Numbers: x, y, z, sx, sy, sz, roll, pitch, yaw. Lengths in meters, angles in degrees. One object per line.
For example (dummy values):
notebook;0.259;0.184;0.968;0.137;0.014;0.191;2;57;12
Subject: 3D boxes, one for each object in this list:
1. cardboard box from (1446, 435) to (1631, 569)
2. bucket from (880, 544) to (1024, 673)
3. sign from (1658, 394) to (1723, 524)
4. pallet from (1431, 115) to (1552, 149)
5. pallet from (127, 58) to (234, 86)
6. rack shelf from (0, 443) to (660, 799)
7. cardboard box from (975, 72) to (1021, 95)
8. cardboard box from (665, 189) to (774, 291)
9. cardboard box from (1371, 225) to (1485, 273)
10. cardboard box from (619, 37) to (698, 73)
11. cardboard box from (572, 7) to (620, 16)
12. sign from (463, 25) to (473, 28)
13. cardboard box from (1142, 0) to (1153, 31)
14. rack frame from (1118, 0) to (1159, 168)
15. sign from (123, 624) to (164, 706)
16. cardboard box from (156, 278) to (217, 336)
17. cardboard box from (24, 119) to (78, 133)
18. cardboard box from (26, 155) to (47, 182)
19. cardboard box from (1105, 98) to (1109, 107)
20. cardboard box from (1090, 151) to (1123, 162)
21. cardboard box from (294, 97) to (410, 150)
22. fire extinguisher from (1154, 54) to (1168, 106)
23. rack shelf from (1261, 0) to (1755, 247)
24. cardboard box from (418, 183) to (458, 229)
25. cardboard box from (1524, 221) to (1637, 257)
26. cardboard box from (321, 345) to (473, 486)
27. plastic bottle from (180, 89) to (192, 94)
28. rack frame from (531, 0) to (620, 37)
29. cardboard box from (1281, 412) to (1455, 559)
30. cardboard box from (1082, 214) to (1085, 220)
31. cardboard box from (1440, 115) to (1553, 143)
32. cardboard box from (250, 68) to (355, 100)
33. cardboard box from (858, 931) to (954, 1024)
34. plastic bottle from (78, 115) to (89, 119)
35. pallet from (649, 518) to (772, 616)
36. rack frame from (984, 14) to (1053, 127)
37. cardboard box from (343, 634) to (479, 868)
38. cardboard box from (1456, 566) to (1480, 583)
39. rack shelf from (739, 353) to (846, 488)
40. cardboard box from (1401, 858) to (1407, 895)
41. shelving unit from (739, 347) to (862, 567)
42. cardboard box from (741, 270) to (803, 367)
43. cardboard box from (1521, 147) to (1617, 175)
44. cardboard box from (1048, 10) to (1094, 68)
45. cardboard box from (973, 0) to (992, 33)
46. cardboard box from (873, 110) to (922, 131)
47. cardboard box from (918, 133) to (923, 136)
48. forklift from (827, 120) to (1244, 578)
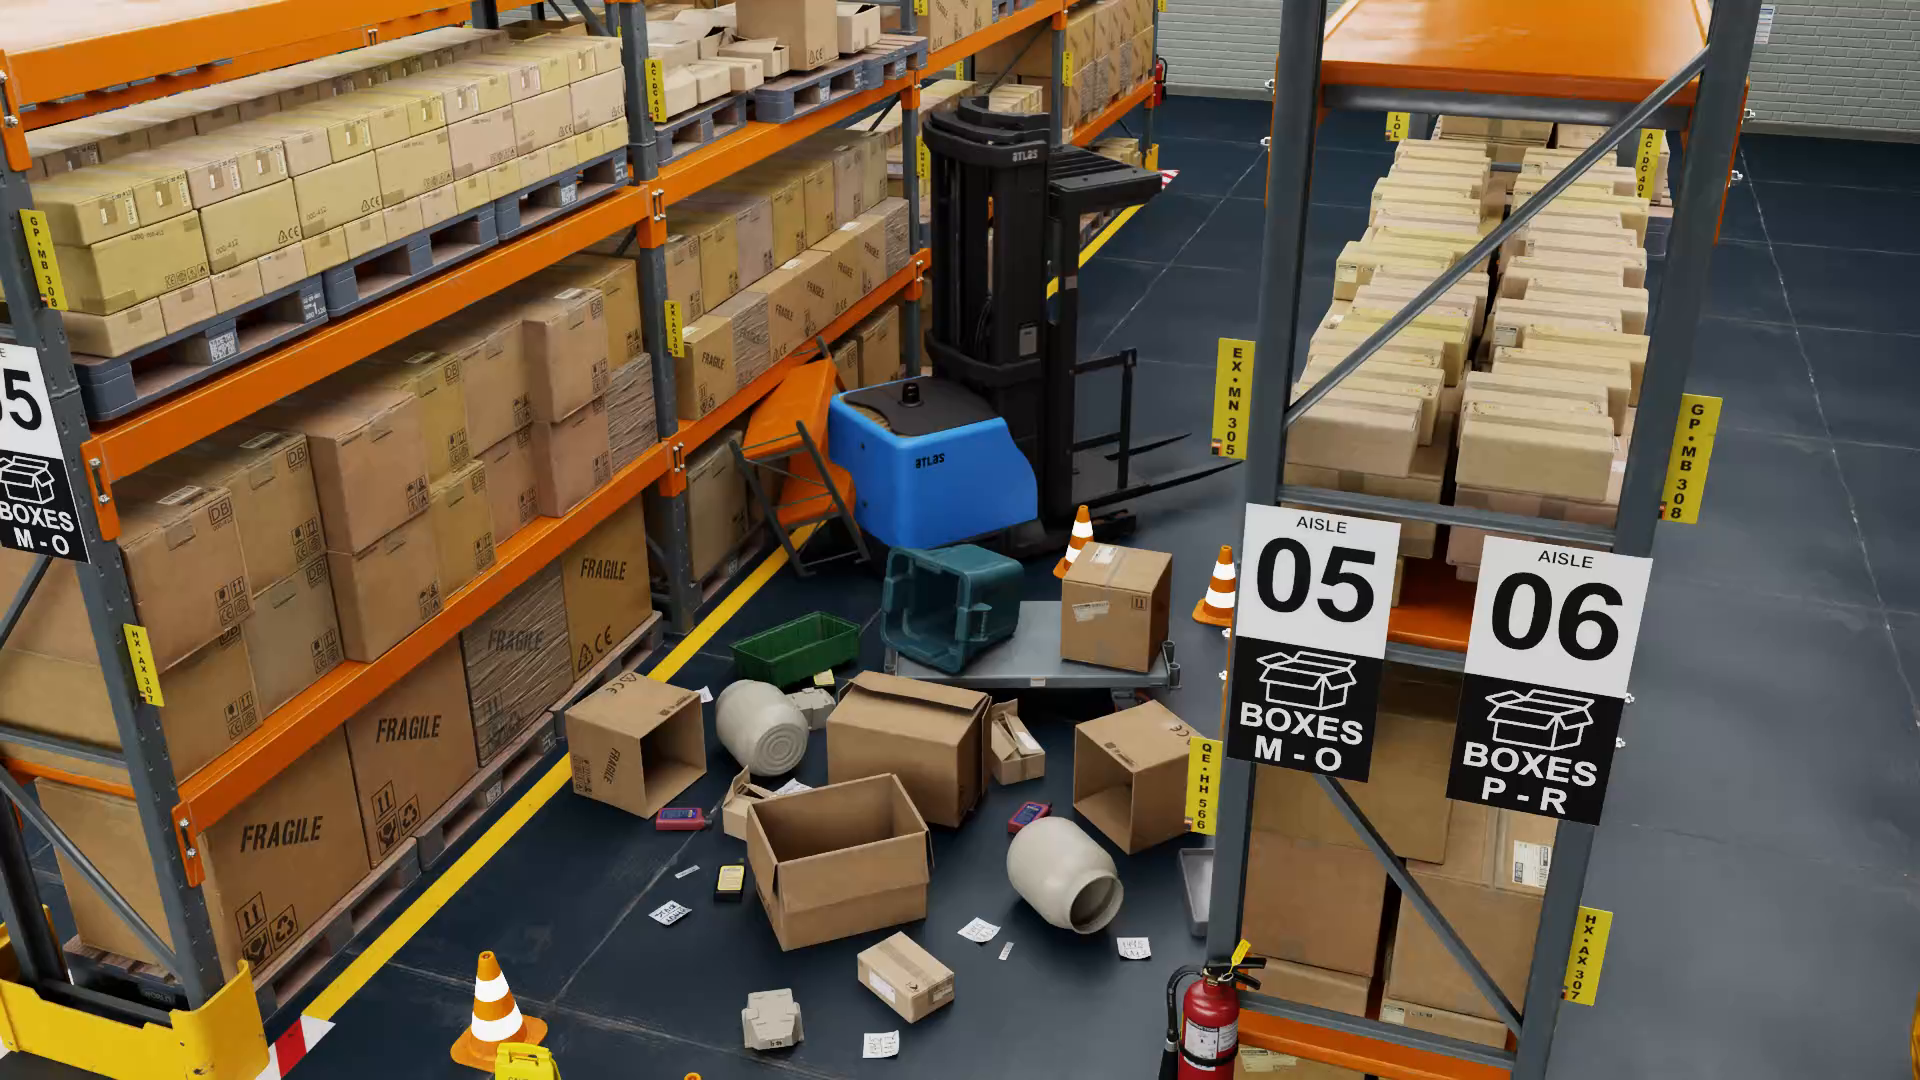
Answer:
cardboard box;1.648;-0.112;4.652;0.500;0.250;0.500;8;27;17
bucket;-0.012;0.331;9.359;0.726;0.611;0.620;20;22;35
sign;1.742;-0.193;3.985;0.100;0.325;0.005;9;27;17
pallet;3.209;-2.102;9.147;1.213;0.211;1.003;9;27;17
pallet;-6.136;-3.539;12.115;1.213;0.211;1.003;9;27;17
rack shelf;-2.806;0.177;8.184;0.919;0.052;3.809;9;27;17
cardboard box;0.416;-4.554;16.982;0.500;0.500;0.500;9;27;18
cardboard box;-1.643;-1.967;10.833;0.700;0.500;0.500;9;27;18
cardboard box;1.709;-1.035;6.100;0.380;0.149;0.250;9;27;18
cardboard box;-1.937;-2.904;10.163;0.500;0.250;0.500;9;27;17
cardboard box;-4.051;-5.733;18.843;0.500;0.500;0.500;9;27;18
sign;-2.656;-2.647;9.102;0.100;0.325;0.005;9;27;17
cardboard box;1.935;-6.184;19.201;0.500;0.500;0.500;8;27;16
rack frame;1.853;-5.779;19.968;1.000;3.000;0.127;9;27;17
sign;-2.950;0.453;6.011;0.100;0.325;0.005;9;27;17
cardboard box;-2.971;-0.875;6.087;0.380;0.149;0.250;9;27;18
cardboard box;-6.388;-2.374;11.765;1.000;1.000;1.000;9;27;18
cardboard box;-3.595;-1.324;6.101;0.380;0.149;0.250;9;27;18
cardboard box;1.426;-4.863;18.364;0.380;0.149;0.250;9;27;18
cardboard box;1.665;-4.382;19.188;0.380;0.149;0.250;8;27;15
cardboard box;-2.552;-1.753;6.986;0.380;0.149;0.250;9;27;18
fire extinguisher;2.372;-5.613;20.142;0.296;0.674;0.183;9;27;17
rack shelf;1.895;-1.725;5.539;1.077;0.370;4.000;9;27;17
cardboard box;-2.467;-1.496;7.370;0.380;0.149;0.250;9;27;17
cardboard box;2.293;-1.063;6.158;0.380;0.149;0.250;9;27;18
cardboard box;-2.848;-0.591;7.841;0.875;0.550;0.500;9;27;17
plastic bottle;-8.790;-5.167;18.760;0.144;0.351;0.185;9;27;17
rack frame;-4.122;-4.896;18.144;1.000;3.000;0.127;9;27;17
cardboard box;1.146;-0.194;4.820;0.500;0.250;0.500;8;27;17
cardboard box;1.162;-3.591;18.237;0.380;0.149;0.250;8;27;15
cardboard box;2.634;-2.125;8.095;0.500;0.250;0.500;9;27;19
cardboard box;-3.005;-2.054;7.609;0.380;0.149;0.250;9;27;17
cardboard box;-0.239;1.924;7.329;0.250;0.149;0.380;-20;33;-36
plastic bottle;-9.248;-4.518;17.496;0.061;0.283;0.133;9;27;17
pallet;-1.955;0.079;11.068;1.003;0.211;1.213;9;27;17
rack frame;0.518;-4.136;16.574;0.949;2.616;0.053;9;27;17
cardboard box;-3.018;0.913;8.102;0.875;0.875;0.875;8;27;17
cardboard box;1.649;0.025;4.826;0.380;0.149;0.250;8;27;16
rack shelf;-1.086;-0.775;10.826;0.538;0.278;1.000;-15;35;15
cardboard box;1.818;0.925;5.664;0.500;0.500;0.500;10;27;19
shelving unit;-0.984;-0.554;10.988;0.538;0.981;1.030;-15;35;15
cardboard box;-1.376;-1.483;10.979;0.500;0.500;0.500;9;27;17
cardboard box;2.661;-1.606;7.279;0.380;0.149;0.250;9;27;19
cardboard box;1.060;-5.130;17.023;0.500;0.500;0.500;8;27;16
cardboard box;-0.047;-4.496;13.760;0.500;0.500;0.500;9;27;17
cardboard box;-0.559;-3.741;14.882;0.380;0.149;0.250;10;27;19
cardboard box;-0.212;-3.317;14.006;0.380;0.149;0.250;8;27;15
forklift;0.625;-1.436;11.177;3.031;2.843;1.129;-15;30;-29
